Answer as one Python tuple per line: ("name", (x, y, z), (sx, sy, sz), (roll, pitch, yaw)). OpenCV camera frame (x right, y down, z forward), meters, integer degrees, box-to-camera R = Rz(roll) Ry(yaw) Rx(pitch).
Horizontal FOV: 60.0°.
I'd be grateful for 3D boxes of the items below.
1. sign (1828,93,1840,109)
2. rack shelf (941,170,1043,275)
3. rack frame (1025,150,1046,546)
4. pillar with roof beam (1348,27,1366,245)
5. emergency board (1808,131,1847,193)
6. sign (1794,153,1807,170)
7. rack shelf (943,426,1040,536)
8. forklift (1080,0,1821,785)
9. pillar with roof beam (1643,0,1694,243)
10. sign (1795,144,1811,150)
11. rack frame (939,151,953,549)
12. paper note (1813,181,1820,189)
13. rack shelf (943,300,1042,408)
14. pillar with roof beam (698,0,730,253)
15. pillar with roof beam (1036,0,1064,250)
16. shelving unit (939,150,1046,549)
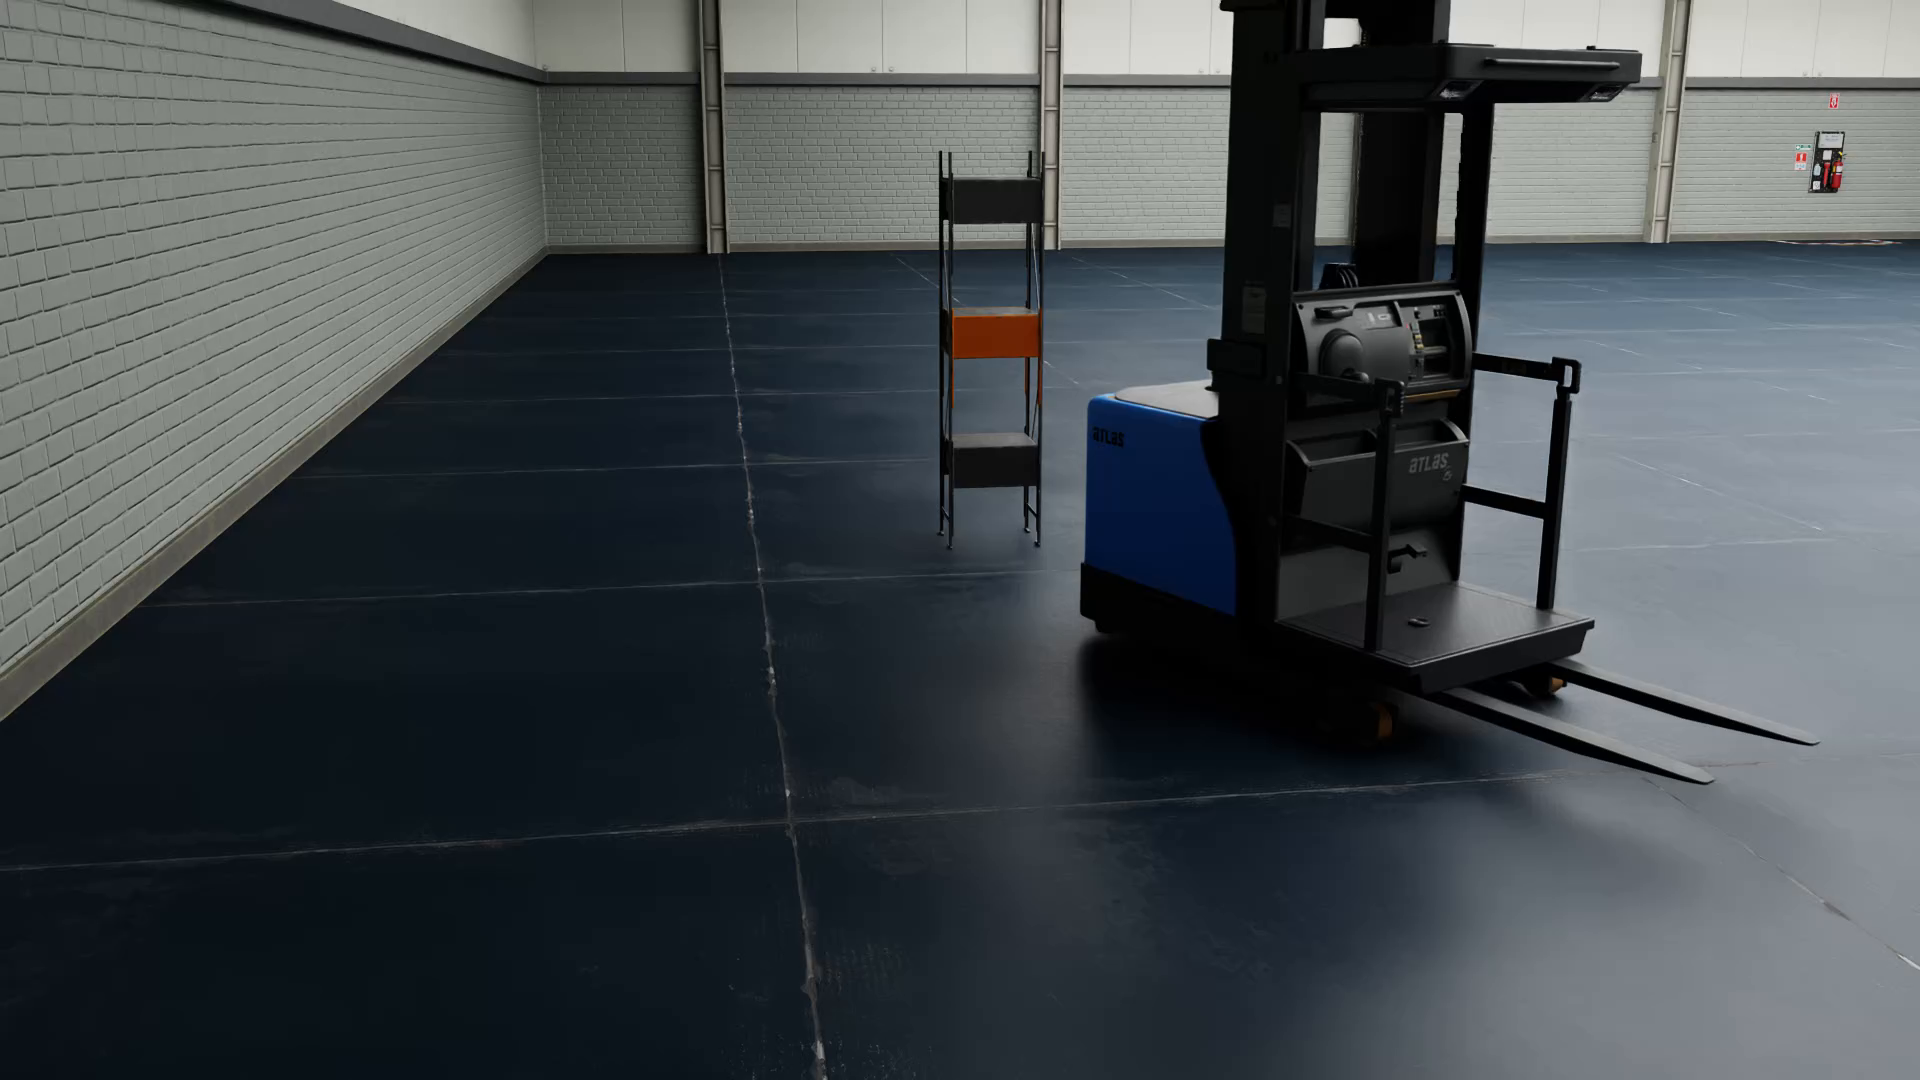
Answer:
("sign", (16.952, -8.517, 32.251), (0.199, 0.298, 0.001), (-2, 14, -8))
("rack shelf", (0.164, -1.690, 8.823), (0.480, 0.518, 0.431), (-2, 14, -8))
("rack frame", (0.405, -1.033, 9.026), (0.015, 2.100, 0.400), (-2, 14, -8))
("pillar with roof beam", (8.200, -8.889, 26.167), (0.400, 9.000, 9.100), (-2, 14, -8))
("emergency board", (16.975, -7.369, 32.439), (0.643, 1.169, 0.194), (-2, 14, -8))
("sign", (16.413, -7.391, 32.454), (0.234, 0.329, 0.001), (-2, 14, -8))
("rack shelf", (0.164, -0.332, 9.164), (0.480, 0.518, 0.431), (-2, 14, -8))
("forklift", (1.784, -0.789, 6.341), (1.130, 2.935, 3.031), (-9, 17, -33))
("pillar with roof beam", (14.133, -9.106, 27.034), (0.400, 9.000, 9.100), (-2, 14, -8))
("sign", (16.419, -7.646, 32.381), (0.331, 0.109, 0.001), (-2, 14, -8))
("rack frame", (-0.078, -1.016, 8.955), (0.015, 2.100, 0.400), (-2, 14, -8))
("paper note", (16.790, -6.952, 32.587), (0.142, 0.148, 0.016), (-2, 14, -8))
("rack shelf", (0.164, -1.011, 8.994), (0.480, 0.518, 0.431), (-2, 14, -8))
("pillar with roof beam", (-3.667, -8.454, 24.433), (0.400, 9.000, 9.100), (-2, 14, -8))
("pillar with roof beam", (2.267, -8.671, 25.300), (0.400, 9.000, 9.100), (-2, 14, -8))
("shelving unit", (0.164, -1.024, 8.990), (0.503, 2.100, 0.431), (-2, 14, -8))
